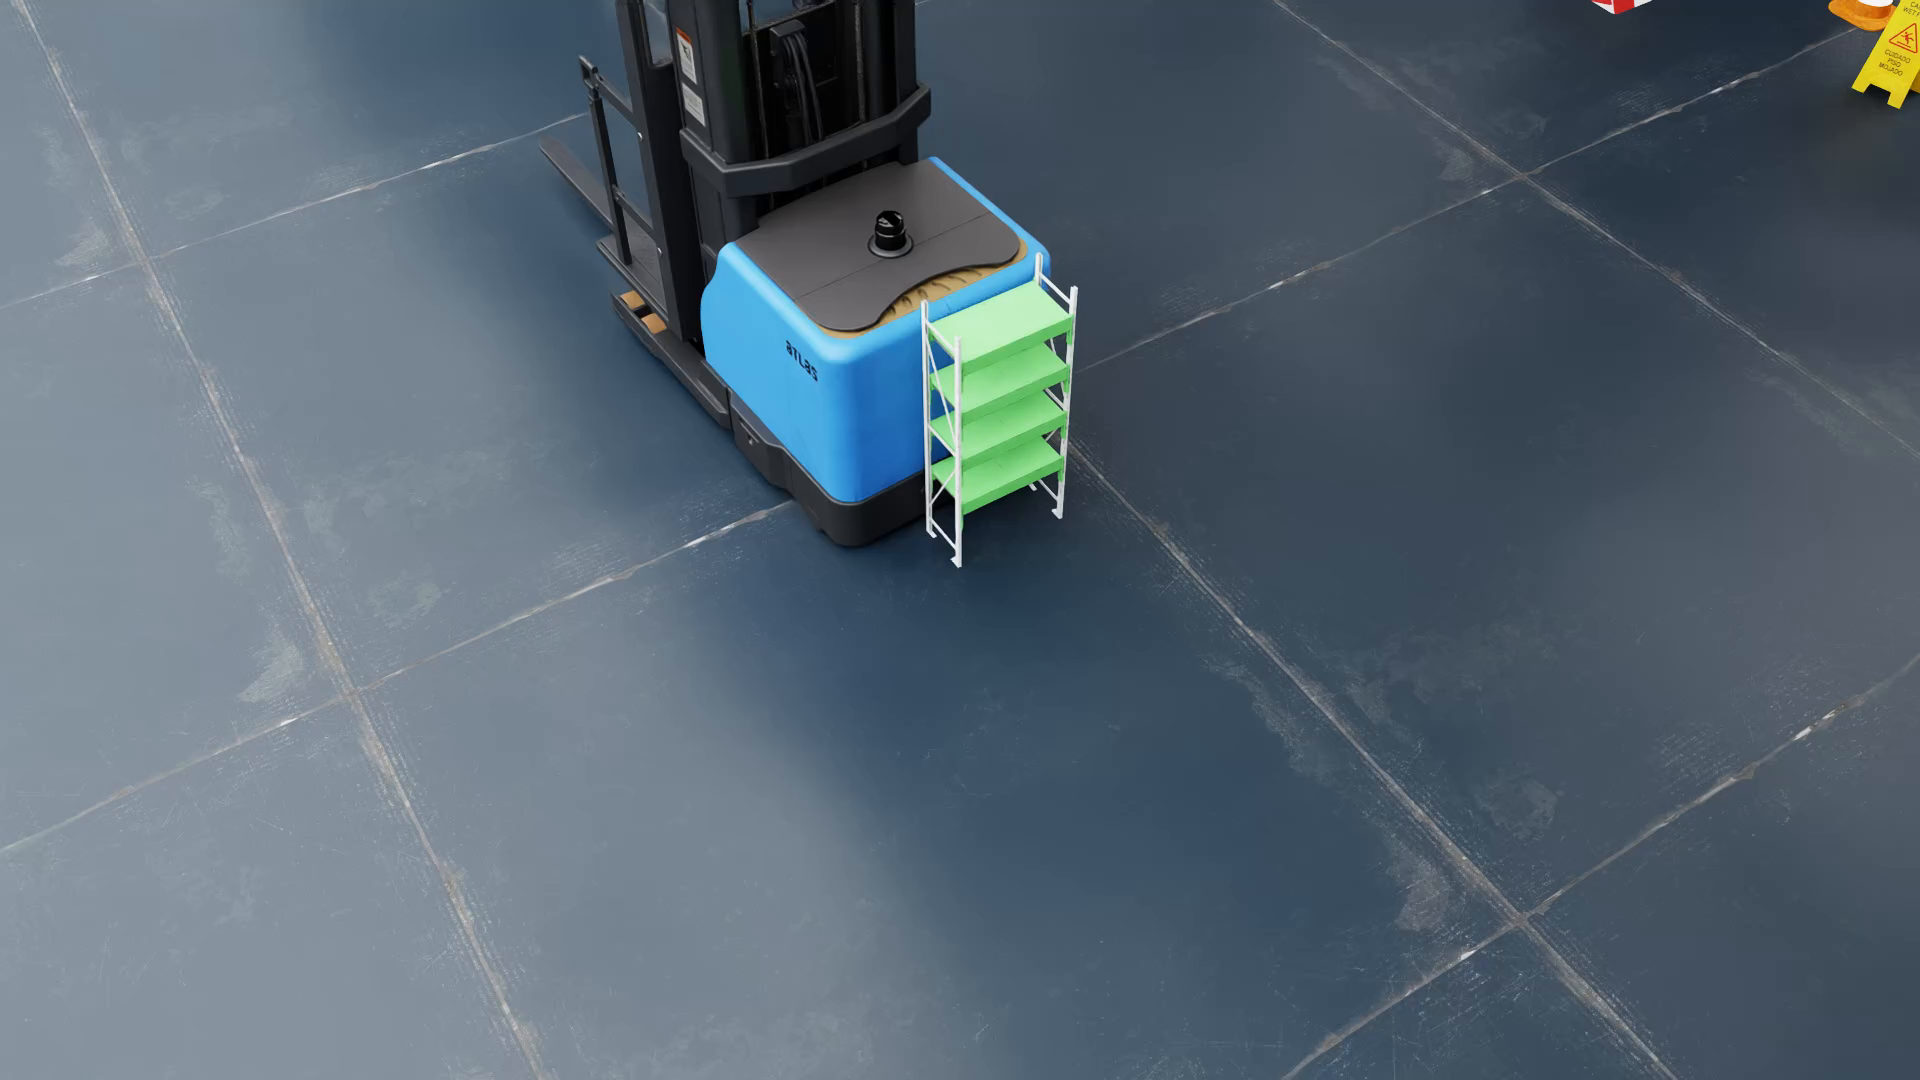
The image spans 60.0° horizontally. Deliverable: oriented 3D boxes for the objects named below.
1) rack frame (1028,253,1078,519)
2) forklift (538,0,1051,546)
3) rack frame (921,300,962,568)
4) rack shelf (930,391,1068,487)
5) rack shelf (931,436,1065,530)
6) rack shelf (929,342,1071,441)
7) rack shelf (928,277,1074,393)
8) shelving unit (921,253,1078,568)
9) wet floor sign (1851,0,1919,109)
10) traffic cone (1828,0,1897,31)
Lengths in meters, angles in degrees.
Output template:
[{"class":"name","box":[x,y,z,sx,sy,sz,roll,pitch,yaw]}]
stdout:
[{"class":"rack frame","box":[0.346,-0.563,6.393,0.015,1.200,0.240,-26,53,-21]},{"class":"forklift","box":[-0.911,-2.015,6.527,1.130,2.935,3.031,-28,54,-23]},{"class":"rack frame","box":[-0.065,-0.366,6.218,0.015,1.200,0.240,-26,53,-21]},{"class":"rack shelf","box":[0.141,-0.422,6.353,0.480,0.148,0.258,-26,53,-21]},{"class":"rack shelf","box":[0.141,-0.262,6.532,0.480,0.148,0.258,-26,53,-21]},{"class":"rack shelf","box":[0.141,-0.582,6.174,0.480,0.148,0.258,-26,53,-21]},{"class":"rack shelf","box":[0.140,-0.742,5.995,0.480,0.148,0.258,-26,53,-21]},{"class":"shelving unit","box":[0.141,-0.465,6.305,0.503,1.200,0.258,-26,53,-21]},{"class":"wet floor sign","box":[4.910,-2.600,8.578,0.232,0.644,0.267,-34,57,-27]},{"class":"traffic cone","box":[5.085,-3.116,9.160,0.334,0.463,0.336,-25,53,-21]}]
